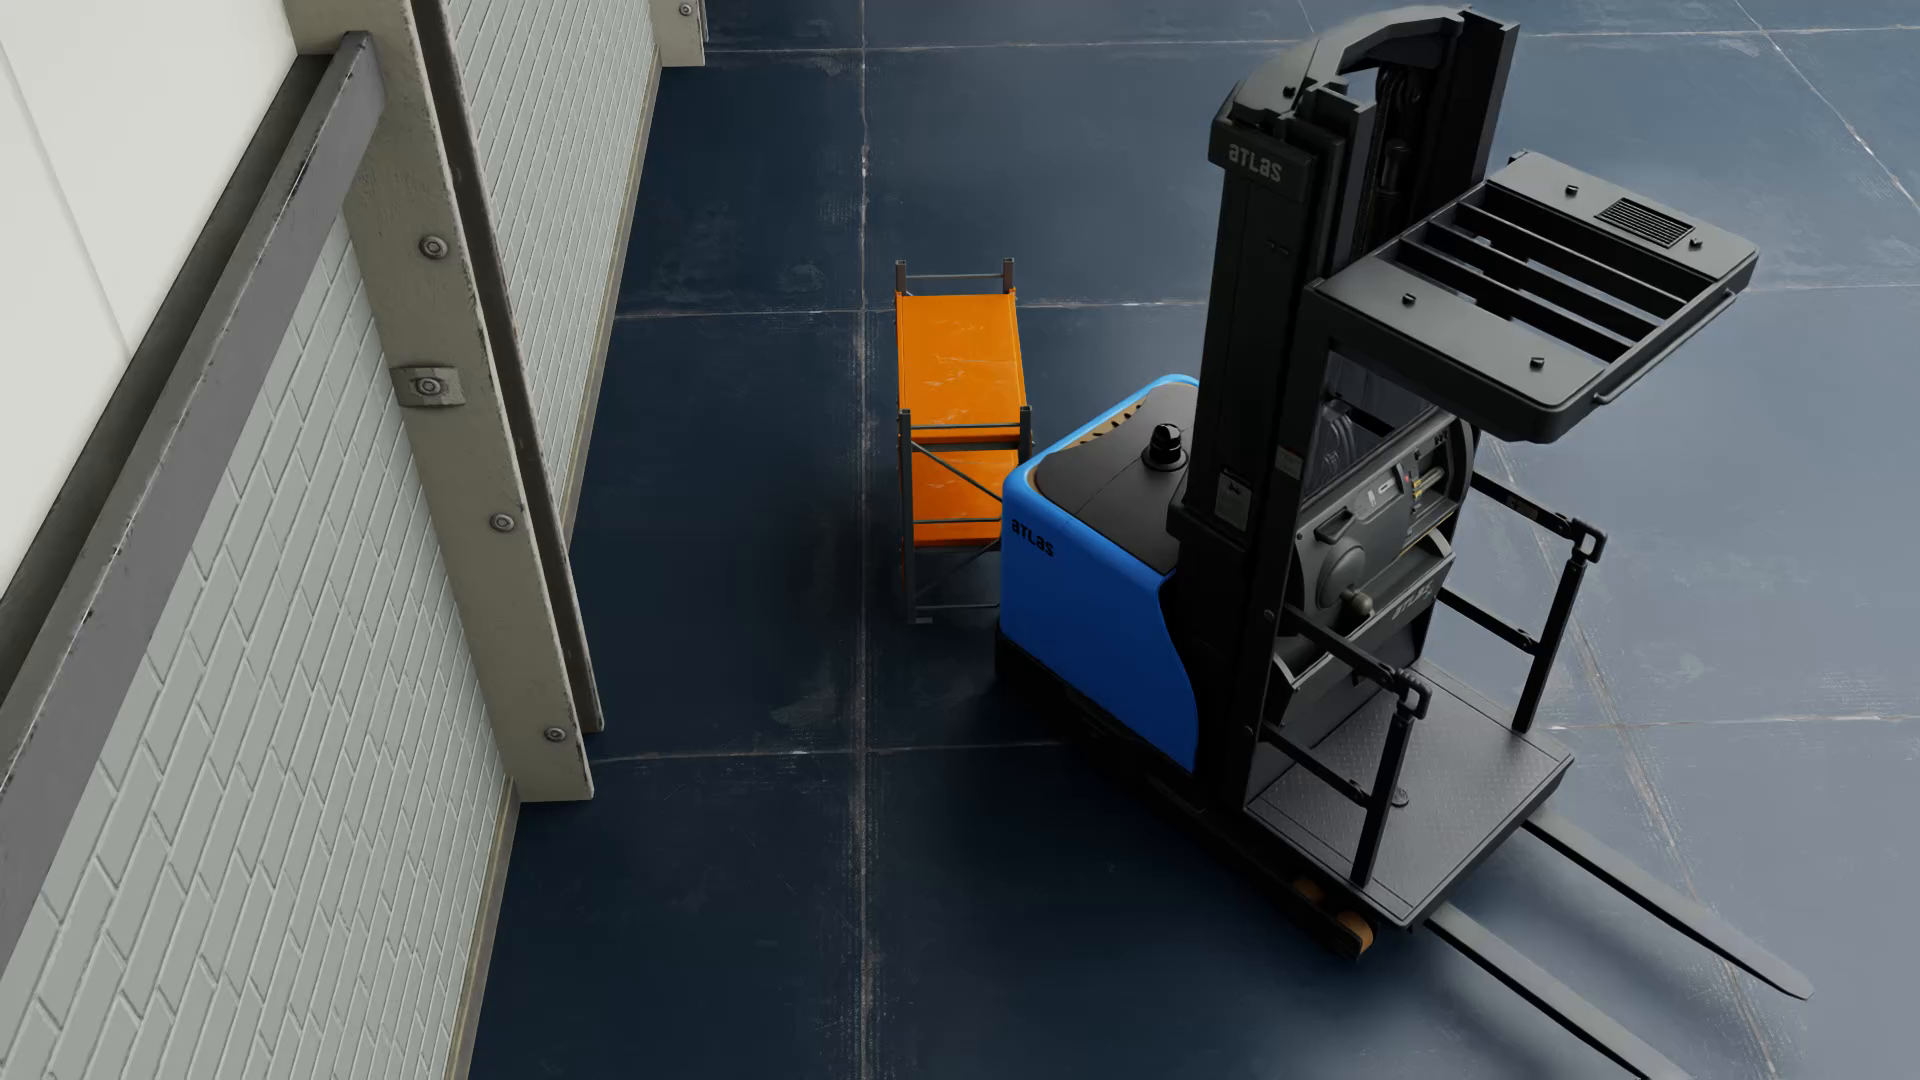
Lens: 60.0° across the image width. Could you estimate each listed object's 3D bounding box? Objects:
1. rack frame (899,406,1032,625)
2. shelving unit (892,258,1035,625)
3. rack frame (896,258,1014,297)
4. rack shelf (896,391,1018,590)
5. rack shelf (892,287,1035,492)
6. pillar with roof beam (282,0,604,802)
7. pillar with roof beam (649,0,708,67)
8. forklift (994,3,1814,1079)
[{"bbox_3d":[0.021,-0.076,6.650,0.500,1.125,0.032,-2,43,-2],"label":"rack frame"},{"bbox_3d":[0.000,-0.419,7.025,0.538,1.125,1.048,-2,43,-2],"label":"shelving unit"},{"bbox_3d":[-0.022,-0.762,7.399,0.500,1.125,0.032,-2,43,-2],"label":"rack frame"},{"bbox_3d":[0.000,-0.239,7.190,0.538,0.278,1.000,-2,43,-2],"label":"rack shelf"},{"bbox_3d":[0.000,-0.635,6.827,0.538,0.278,1.000,-2,43,-2],"label":"rack shelf"},{"bbox_3d":[2.741,-2.584,3.559,9.100,9.000,0.400,-2,43,-2],"label":"pillar with roof beam"},{"bbox_3d":[2.486,-6.634,7.978,9.100,9.000,0.400,-2,43,-2],"label":"pillar with roof beam"},{"bbox_3d":[1.521,-0.024,5.256,1.130,2.935,3.031,-33,52,-31],"label":"forklift"}]
